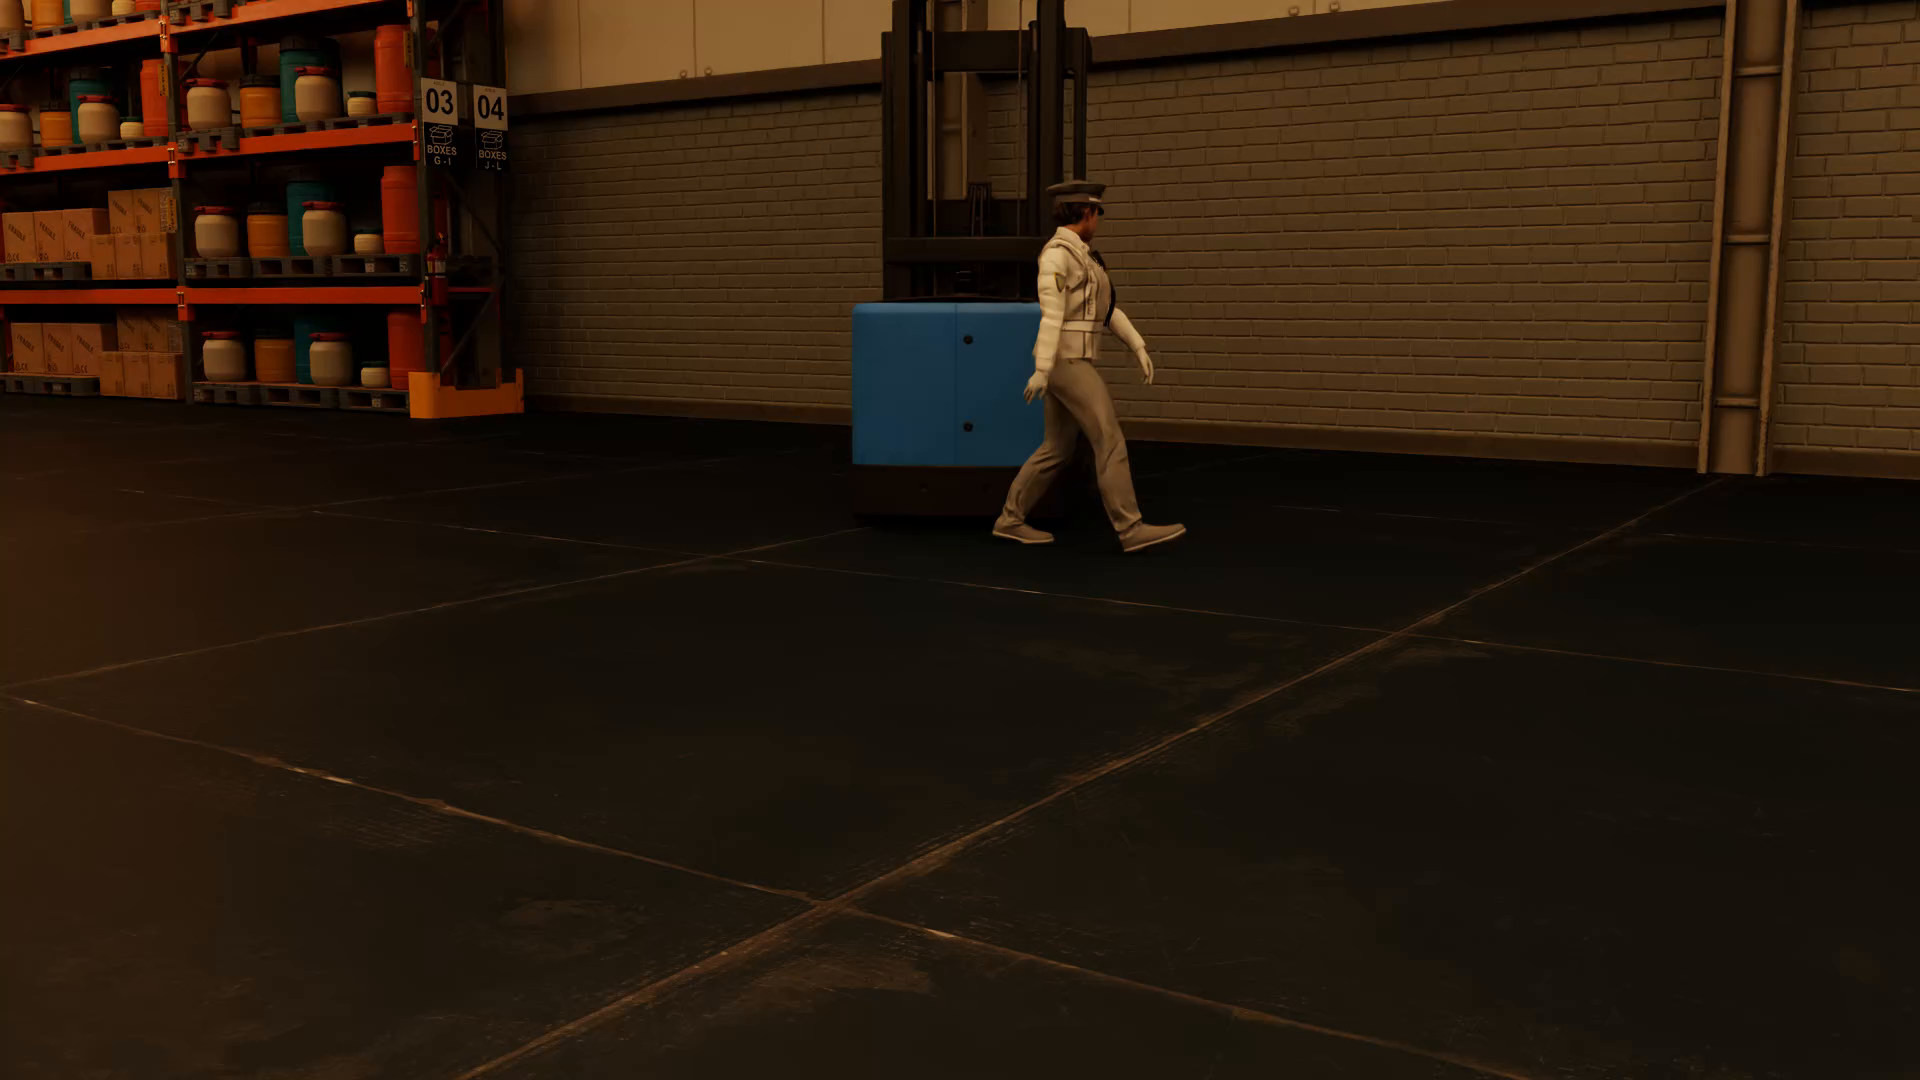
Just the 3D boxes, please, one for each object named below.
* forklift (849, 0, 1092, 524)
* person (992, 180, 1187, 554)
[{"bbox_3d":[0.157,-1.702,9.161,1.130,2.935,3.031,1,8,7],"label":"forklift"},{"bbox_3d":[0.552,-0.749,7.204,0.893,1.602,0.605,2,8,12],"label":"person"}]
